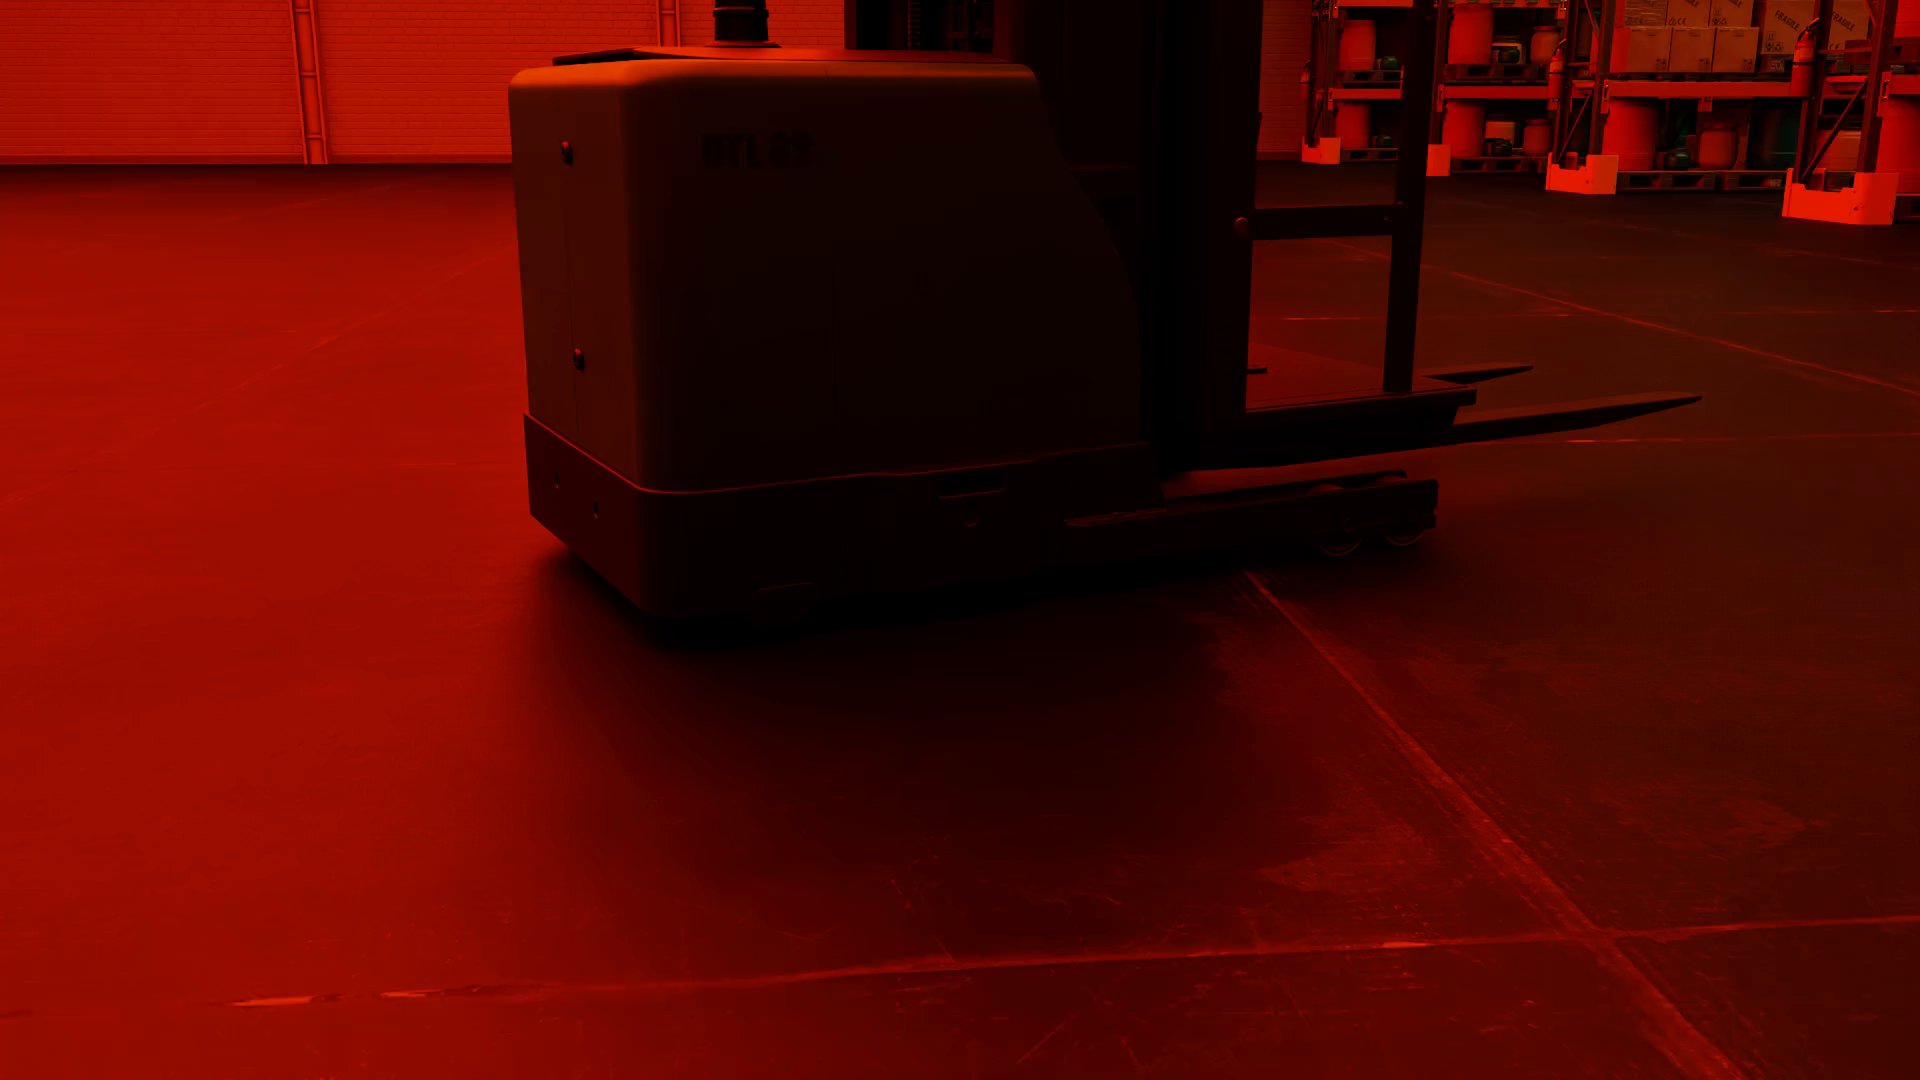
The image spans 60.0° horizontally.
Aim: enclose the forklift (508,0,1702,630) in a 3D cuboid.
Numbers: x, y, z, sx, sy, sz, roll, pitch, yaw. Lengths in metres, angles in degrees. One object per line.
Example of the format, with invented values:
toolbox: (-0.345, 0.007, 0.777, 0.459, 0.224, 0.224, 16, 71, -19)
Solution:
forklift: (0.538, -1.490, 3.837, 3.031, 2.935, 1.130, -8, 17, -27)
